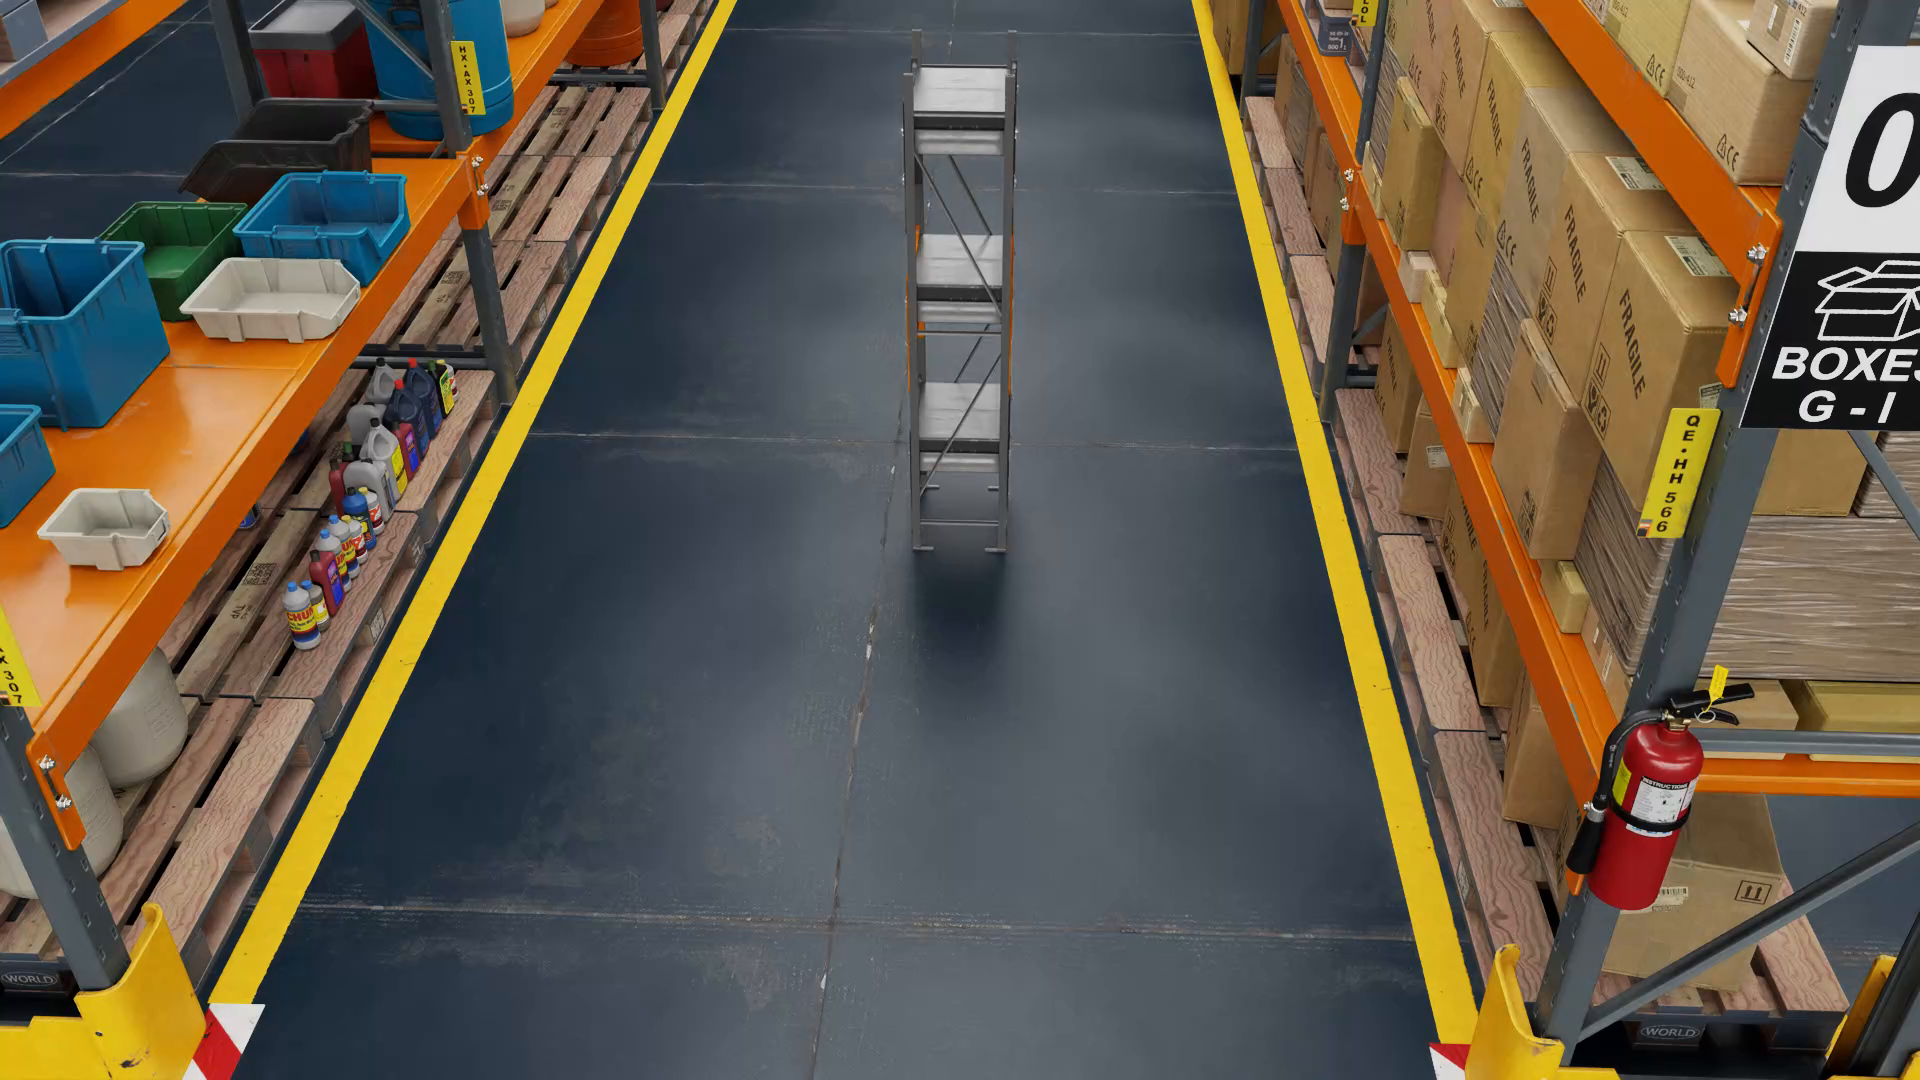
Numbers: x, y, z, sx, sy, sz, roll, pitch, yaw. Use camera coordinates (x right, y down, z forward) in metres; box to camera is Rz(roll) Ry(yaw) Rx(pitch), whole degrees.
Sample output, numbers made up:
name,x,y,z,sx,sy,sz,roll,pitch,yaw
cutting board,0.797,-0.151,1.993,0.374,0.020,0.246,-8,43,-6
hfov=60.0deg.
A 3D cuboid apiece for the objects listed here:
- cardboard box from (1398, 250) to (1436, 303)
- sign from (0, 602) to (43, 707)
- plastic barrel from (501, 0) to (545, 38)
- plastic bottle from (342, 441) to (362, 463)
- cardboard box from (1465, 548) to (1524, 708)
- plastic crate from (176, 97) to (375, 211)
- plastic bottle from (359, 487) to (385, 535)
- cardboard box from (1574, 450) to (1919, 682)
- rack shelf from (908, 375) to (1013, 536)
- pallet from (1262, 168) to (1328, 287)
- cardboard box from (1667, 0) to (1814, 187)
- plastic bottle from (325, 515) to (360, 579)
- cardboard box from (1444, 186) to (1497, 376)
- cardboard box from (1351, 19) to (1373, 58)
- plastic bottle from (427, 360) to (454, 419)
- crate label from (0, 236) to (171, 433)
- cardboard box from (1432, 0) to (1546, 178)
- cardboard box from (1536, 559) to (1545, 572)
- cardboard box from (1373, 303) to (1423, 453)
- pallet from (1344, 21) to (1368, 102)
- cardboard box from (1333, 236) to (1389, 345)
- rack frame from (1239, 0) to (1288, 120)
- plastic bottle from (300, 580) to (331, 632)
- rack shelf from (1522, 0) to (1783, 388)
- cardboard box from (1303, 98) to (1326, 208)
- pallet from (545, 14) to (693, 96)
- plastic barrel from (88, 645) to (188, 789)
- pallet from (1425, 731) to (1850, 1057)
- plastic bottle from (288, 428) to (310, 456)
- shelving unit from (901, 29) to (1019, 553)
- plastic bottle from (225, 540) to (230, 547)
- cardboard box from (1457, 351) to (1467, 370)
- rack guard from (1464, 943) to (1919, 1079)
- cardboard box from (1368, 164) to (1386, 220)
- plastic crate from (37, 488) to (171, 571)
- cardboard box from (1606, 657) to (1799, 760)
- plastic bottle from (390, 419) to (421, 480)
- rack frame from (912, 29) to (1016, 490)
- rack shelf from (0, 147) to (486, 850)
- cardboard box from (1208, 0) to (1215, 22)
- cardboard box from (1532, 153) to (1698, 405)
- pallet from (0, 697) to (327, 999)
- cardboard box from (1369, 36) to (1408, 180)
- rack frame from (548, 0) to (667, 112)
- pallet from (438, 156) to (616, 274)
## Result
name,x,y,z,sx,sy,sz,roll,pitch,yaw
cardboard box,1.882,-1.017,6.306,0.380,0.149,0.250,1,35,2
sign,-2.311,0.275,4.009,0.100,0.325,0.005,1,35,2
plastic barrel,-2.413,-2.946,8.715,0.433,0.535,0.433,0,35,0
plastic bottle,-2.562,-0.308,7.060,0.061,0.283,0.133,1,35,2
cardboard box,2.164,0.277,6.056,0.500,0.500,0.500,4,35,6
plastic crate,-2.848,-1.601,6.974,0.767,0.338,0.504,1,35,2
plastic bottle,-2.447,-0.125,6.871,0.097,0.201,0.097,0,35,0
cardboard box,2.138,0.010,4.281,0.875,0.500,0.500,1,35,2
rack shelf,0.007,-0.370,7.192,0.431,0.518,0.480,1,35,2
pallet,2.325,-1.819,9.655,1.003,0.211,1.213,1,35,2
cardboard box,1.854,-0.961,3.530,0.500,0.250,0.500,2,35,3
plastic bottle,-2.459,0.021,6.602,0.097,0.271,0.097,0,35,0
cardboard box,2.133,-0.853,5.510,0.875,0.500,0.500,1,35,2
cardboard box,2.421,-2.681,7.569,1.000,1.000,1.000,2,35,2
plastic bottle,-2.390,-0.709,7.630,0.061,0.283,0.133,3,35,4
crate label,-3.057,-0.705,5.613,0.502,0.435,0.616,1,35,2
cardboard box,1.937,-1.555,5.638,0.500,0.500,0.500,1,35,2
cardboard box,1.888,-0.010,4.873,0.380,0.149,0.250,1,35,2
cardboard box,2.193,-0.730,7.489,0.500,0.500,0.500,0,35,0
pallet,2.425,-2.167,7.892,1.003,0.211,1.213,1,35,2
cardboard box,2.295,-1.320,8.311,0.700,0.500,0.500,-1,35,-2
rack frame,2.409,-4.108,10.487,1.000,3.000,0.127,1,35,2
plastic bottle,-2.473,0.244,6.344,0.097,0.201,0.097,0,35,0
rack shelf,2.168,-1.594,4.926,1.077,0.370,4.000,1,35,2
cardboard box,2.377,-2.235,9.613,0.700,0.500,0.500,4,35,6
pallet,-2.550,-3.536,12.097,1.003,0.211,1.213,1,35,2
plastic barrel,-2.891,0.552,5.655,0.421,0.512,0.421,0,35,0
pallet,2.159,1.119,5.474,1.003,0.211,1.213,1,35,2
plastic bottle,-3.003,-0.563,7.364,0.144,0.351,0.185,1,35,2
shelving unit,0.007,-0.954,6.782,0.431,2.100,0.503,1,35,2
plastic bottle,-3.057,-0.068,6.790,0.097,0.201,0.097,0,35,0
cardboard box,1.928,-0.584,5.691,0.380,0.149,0.250,1,35,2
rack guard,2.091,1.467,4.728,1.175,0.500,0.348,1,35,2
cardboard box,1.917,-1.448,6.919,0.380,0.149,0.250,1,35,2
plastic crate,-2.503,-0.025,4.907,0.298,0.136,0.250,1,35,2
cardboard box,1.893,0.422,4.259,0.380,0.149,0.250,1,35,2
plastic bottle,-2.411,-0.412,7.207,0.061,0.283,0.133,4,35,5
rack frame,0.016,-1.094,6.981,0.400,2.100,0.015,1,35,2
rack shelf,-2.781,-0.481,5.952,1.077,0.370,4.000,1,35,2
cardboard box,2.501,-4.319,12.269,1.225,0.875,0.875,1,35,2
cardboard box,1.878,-0.693,4.412,0.500,0.500,0.500,1,35,2
pallet,-2.867,1.003,5.639,1.003,0.211,1.213,1,35,2
cardboard box,2.169,-1.716,6.737,0.875,0.500,0.500,1,35,2
rack frame,-2.540,-4.223,10.650,1.000,3.000,0.127,1,35,2
pallet,-2.661,-1.939,9.825,1.003,0.211,1.213,1,35,2
